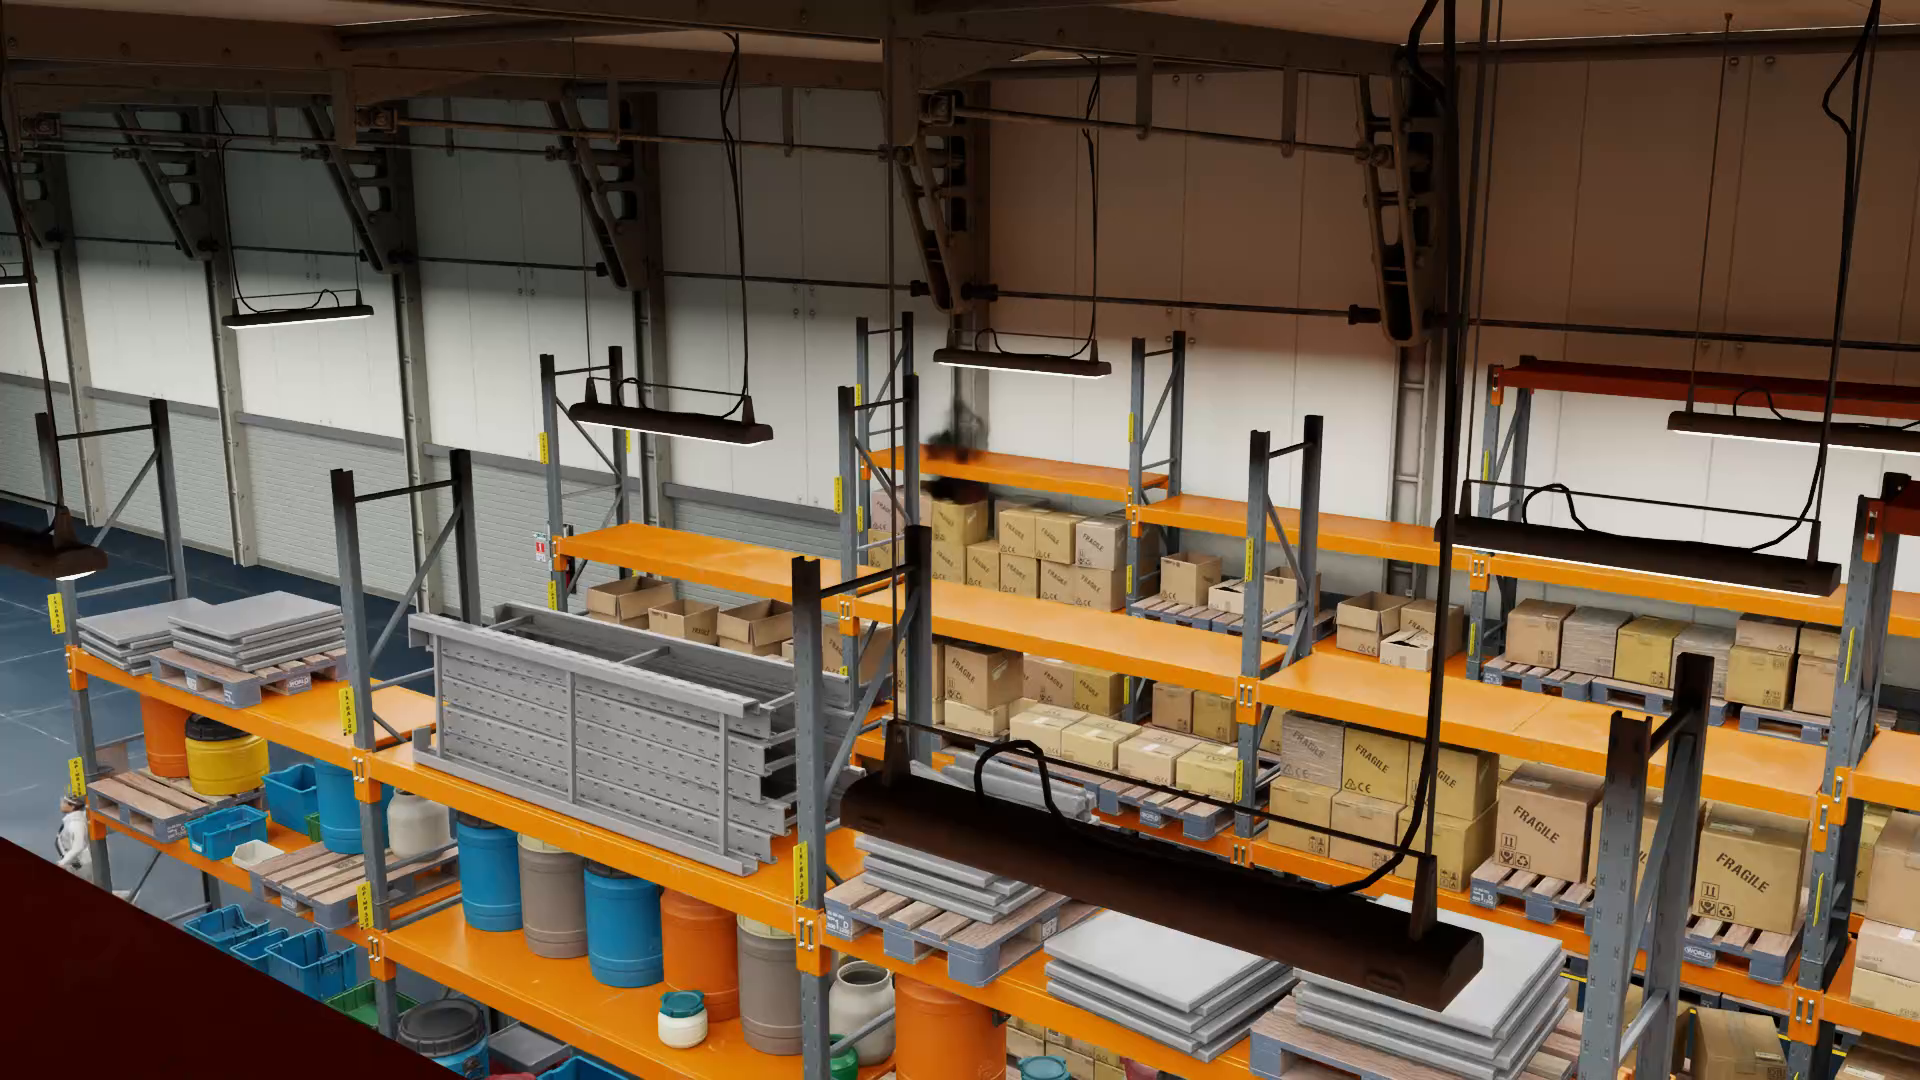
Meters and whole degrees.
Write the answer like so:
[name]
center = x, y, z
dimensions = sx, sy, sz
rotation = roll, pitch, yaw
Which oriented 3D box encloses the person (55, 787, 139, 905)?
[person]
center = -9.083, 3.356, 17.222
dimensions = 0.949, 1.686, 0.599
rotation = -6, 14, -24
